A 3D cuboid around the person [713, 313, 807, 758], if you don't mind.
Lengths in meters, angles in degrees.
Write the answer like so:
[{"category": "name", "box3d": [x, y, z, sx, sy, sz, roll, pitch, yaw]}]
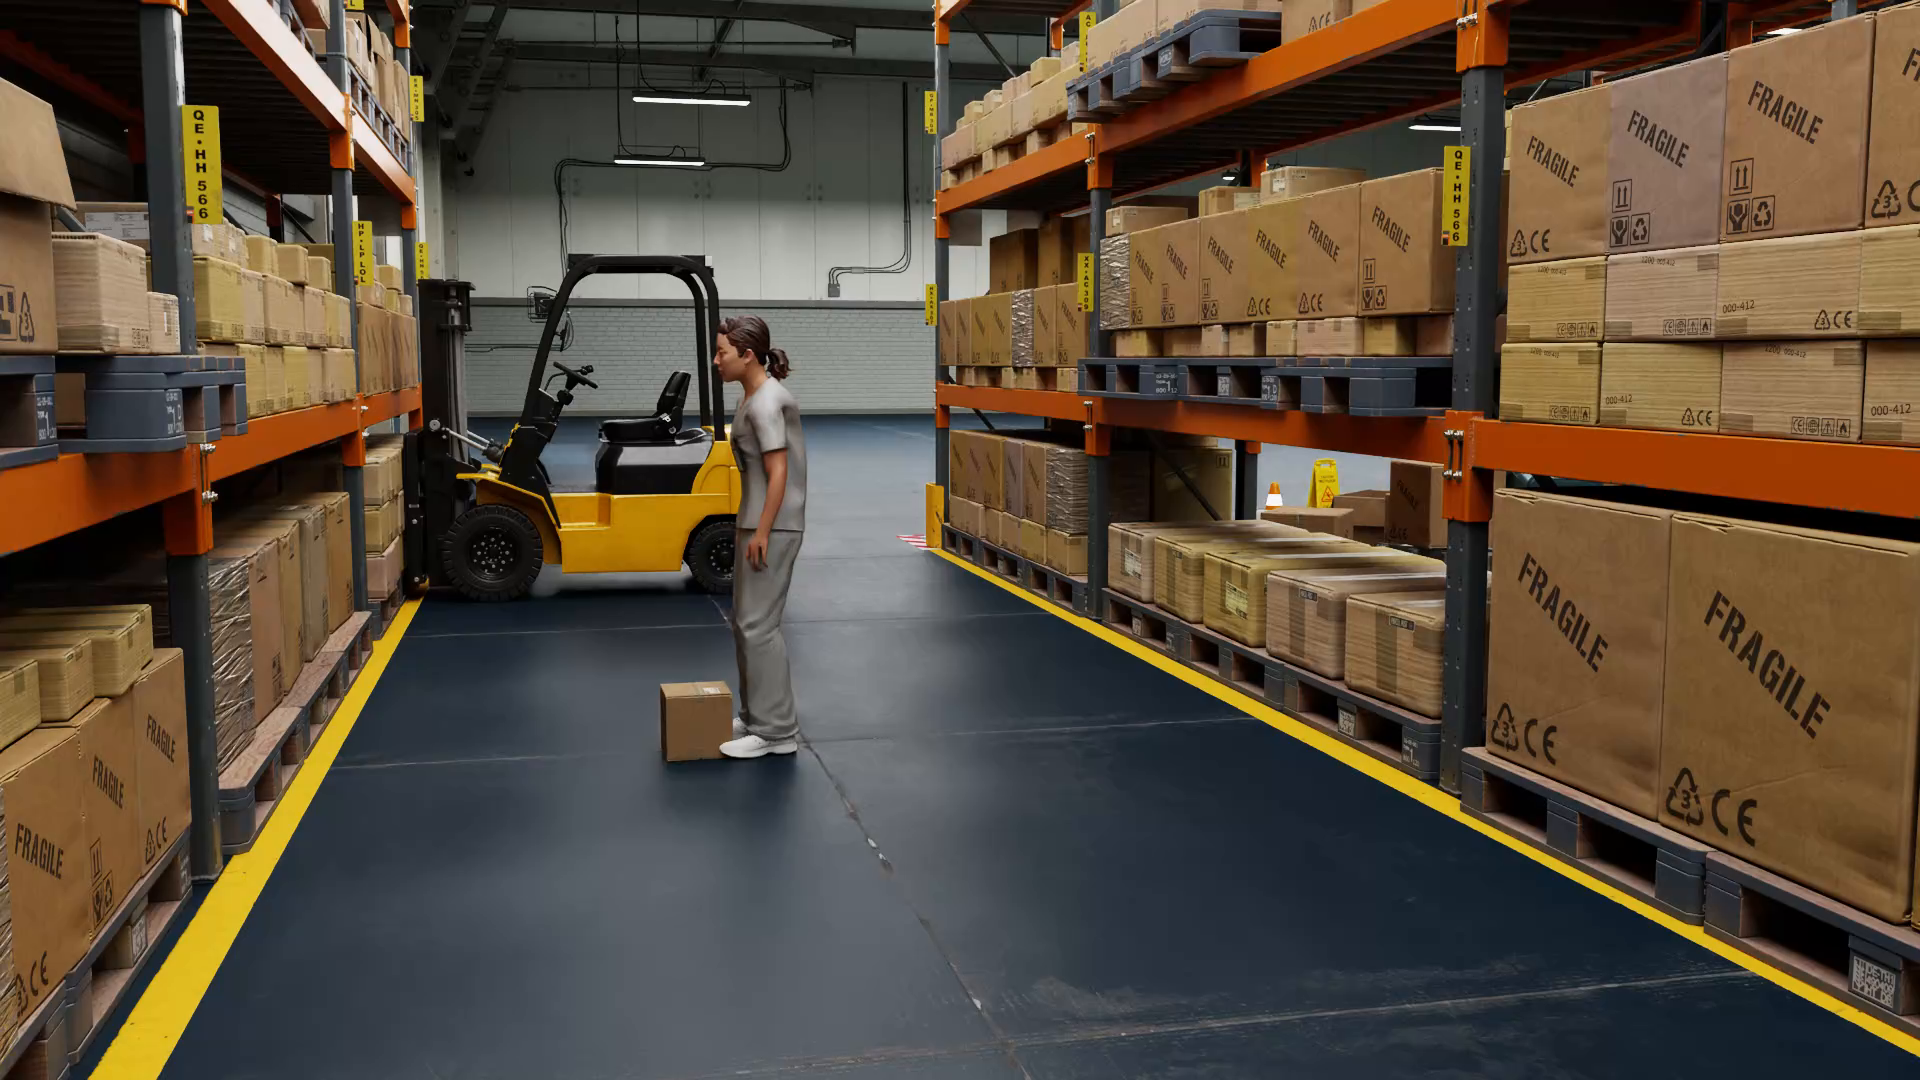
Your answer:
[{"category": "person", "box3d": [-0.770, -0.023, 6.362, 0.360, 1.672, 0.486, -2, 6, -15]}]
